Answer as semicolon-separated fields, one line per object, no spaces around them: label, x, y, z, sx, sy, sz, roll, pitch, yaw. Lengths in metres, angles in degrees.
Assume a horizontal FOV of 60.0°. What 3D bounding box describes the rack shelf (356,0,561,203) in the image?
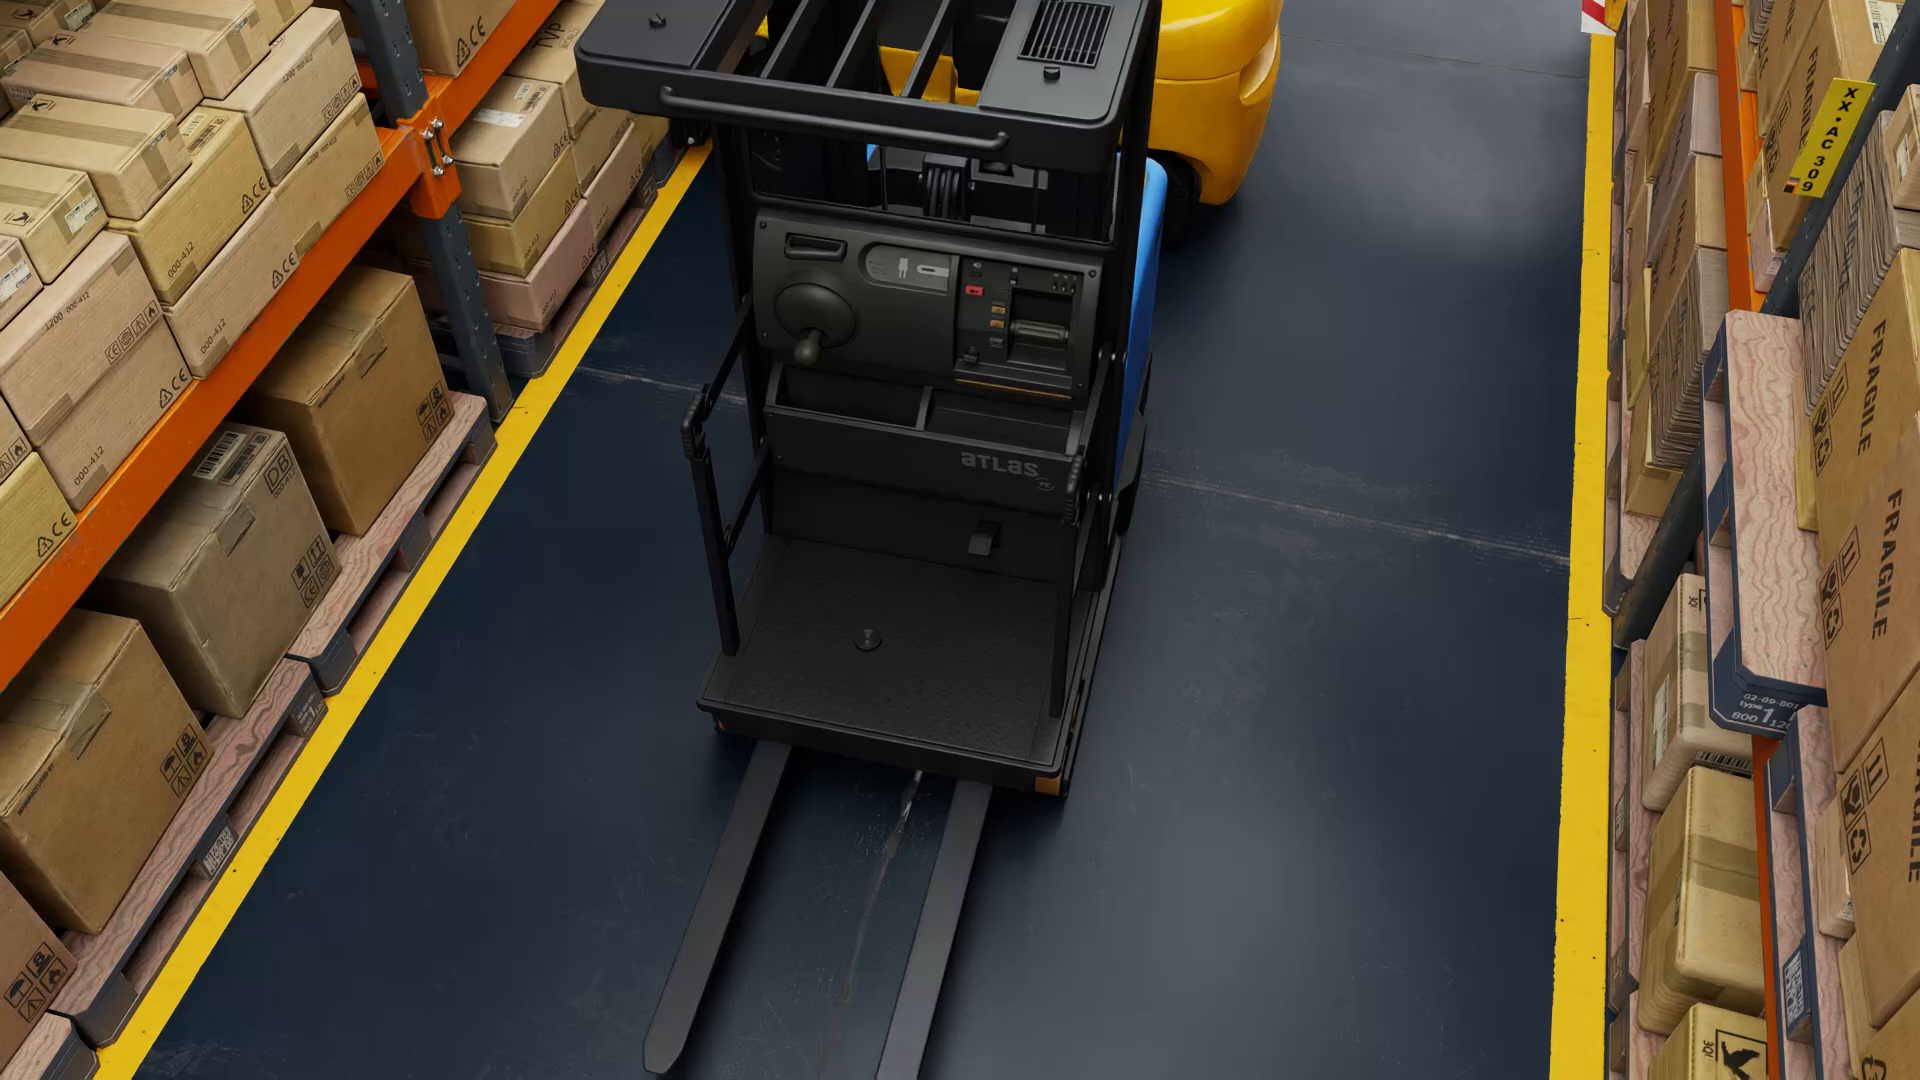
rack shelf;-1.632;-2.767;6.672;1.077;0.370;4.000;12;50;10

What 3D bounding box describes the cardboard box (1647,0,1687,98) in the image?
cardboard box;3.066;-2.027;6.592;0.500;0.500;0.500;10;49;9

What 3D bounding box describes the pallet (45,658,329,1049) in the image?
pallet;-2.634;0.790;4.912;1.003;0.211;1.213;12;50;10

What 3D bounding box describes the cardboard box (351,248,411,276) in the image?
cardboard box;-2.226;-1.179;6.344;0.500;0.250;0.500;12;50;10

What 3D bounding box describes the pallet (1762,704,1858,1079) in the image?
pallet;2.060;0.935;3.052;1.003;0.211;1.213;12;50;10

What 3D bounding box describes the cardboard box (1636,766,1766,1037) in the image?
cardboard box;2.309;1.049;4.296;0.950;0.372;0.625;14;50;12

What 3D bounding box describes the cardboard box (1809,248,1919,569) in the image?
cardboard box;2.100;-0.208;3.387;0.500;0.500;0.500;12;50;10

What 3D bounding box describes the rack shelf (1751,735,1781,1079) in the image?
rack shelf;2.105;1.103;3.256;1.077;0.370;4.000;12;50;10

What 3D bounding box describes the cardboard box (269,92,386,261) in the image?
cardboard box;-2.039;-1.093;4.814;0.500;0.250;0.500;13;50;11

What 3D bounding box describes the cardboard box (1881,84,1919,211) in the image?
cardboard box;2.166;-0.797;3.475;0.380;0.149;0.250;11;50;10

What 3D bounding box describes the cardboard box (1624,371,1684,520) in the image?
cardboard box;2.527;-0.292;5.561;0.500;0.250;0.500;14;50;12

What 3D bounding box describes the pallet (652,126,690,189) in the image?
pallet;-1.590;-2.088;7.452;1.003;0.211;1.213;12;50;10

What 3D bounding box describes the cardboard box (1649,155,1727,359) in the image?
cardboard box;2.660;-0.908;5.605;0.500;0.500;0.500;12;50;11

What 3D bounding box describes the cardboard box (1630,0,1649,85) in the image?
cardboard box;12.828;-0.308;4.582;20.716;1.739;1.673;11;50;10

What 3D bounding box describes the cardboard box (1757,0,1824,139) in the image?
cardboard box;2.637;-1.458;4.771;0.500;0.500;0.500;13;50;11

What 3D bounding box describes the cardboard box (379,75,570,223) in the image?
cardboard box;-1.729;-1.407;5.878;0.500;0.250;0.500;11;49;9

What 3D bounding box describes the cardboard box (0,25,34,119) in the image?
cardboard box;-2.646;-1.230;4.336;0.380;0.149;0.250;11;50;10

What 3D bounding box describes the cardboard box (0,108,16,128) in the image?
cardboard box;-2.682;-0.997;4.396;0.500;0.250;0.500;11;50;10

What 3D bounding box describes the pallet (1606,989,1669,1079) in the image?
pallet;2.108;1.789;4.030;1.003;0.211;1.213;12;50;10

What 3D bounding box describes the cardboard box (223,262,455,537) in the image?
cardboard box;-2.285;-0.532;5.523;0.875;0.625;0.625;14;50;12

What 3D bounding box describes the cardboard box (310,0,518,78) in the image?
cardboard box;-1.790;-1.861;5.325;0.500;0.500;0.500;10;49;9

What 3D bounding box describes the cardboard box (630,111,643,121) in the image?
cardboard box;-1.459;-1.968;6.707;0.500;0.250;0.500;11;50;10

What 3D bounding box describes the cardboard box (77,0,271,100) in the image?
cardboard box;-2.085;-1.325;4.420;0.380;0.149;0.250;11;49;9

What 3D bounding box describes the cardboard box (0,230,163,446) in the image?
cardboard box;-2.310;-0.527;3.981;0.500;0.250;0.500;12;50;11

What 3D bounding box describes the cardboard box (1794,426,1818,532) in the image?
cardboard box;2.107;-0.122;3.744;0.380;0.149;0.250;12;50;11

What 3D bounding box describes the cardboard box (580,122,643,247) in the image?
cardboard box;-1.593;-1.443;6.577;0.500;0.250;0.500;11;49;9

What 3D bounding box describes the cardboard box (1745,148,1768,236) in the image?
cardboard box;2.481;-0.973;4.776;0.380;0.149;0.250;13;50;11

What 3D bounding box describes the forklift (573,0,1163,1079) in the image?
forklift;-0.146;-0.515;4.250;1.121;2.935;3.031;10;49;9

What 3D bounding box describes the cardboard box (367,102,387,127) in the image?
cardboard box;-2.216;-1.513;5.972;0.500;0.250;0.500;12;50;11

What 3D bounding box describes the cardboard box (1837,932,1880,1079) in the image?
cardboard box;1.769;0.836;2.899;0.380;0.149;0.250;10;49;9

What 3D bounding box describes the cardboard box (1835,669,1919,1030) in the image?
cardboard box;1.832;0.521;2.744;0.500;0.500;0.500;10;49;8

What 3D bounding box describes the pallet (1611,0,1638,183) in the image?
pallet;3.416;-1.917;7.301;1.003;0.211;1.213;12;50;10

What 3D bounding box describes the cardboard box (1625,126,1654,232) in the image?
cardboard box;2.932;-1.411;6.548;0.500;0.250;0.500;15;50;13

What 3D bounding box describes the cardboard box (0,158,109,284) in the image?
cardboard box;-2.271;-0.765;3.925;0.380;0.149;0.250;10;49;9

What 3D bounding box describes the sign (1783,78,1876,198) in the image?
sign;2.106;-0.970;4.028;0.100;0.325;0.005;12;50;10

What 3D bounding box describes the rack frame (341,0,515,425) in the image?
rack frame;-2.159;-1.559;5.125;1.000;3.000;0.127;12;50;10

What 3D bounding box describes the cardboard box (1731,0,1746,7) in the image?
cardboard box;2.815;-1.899;5.593;0.380;0.149;0.250;12;50;10
